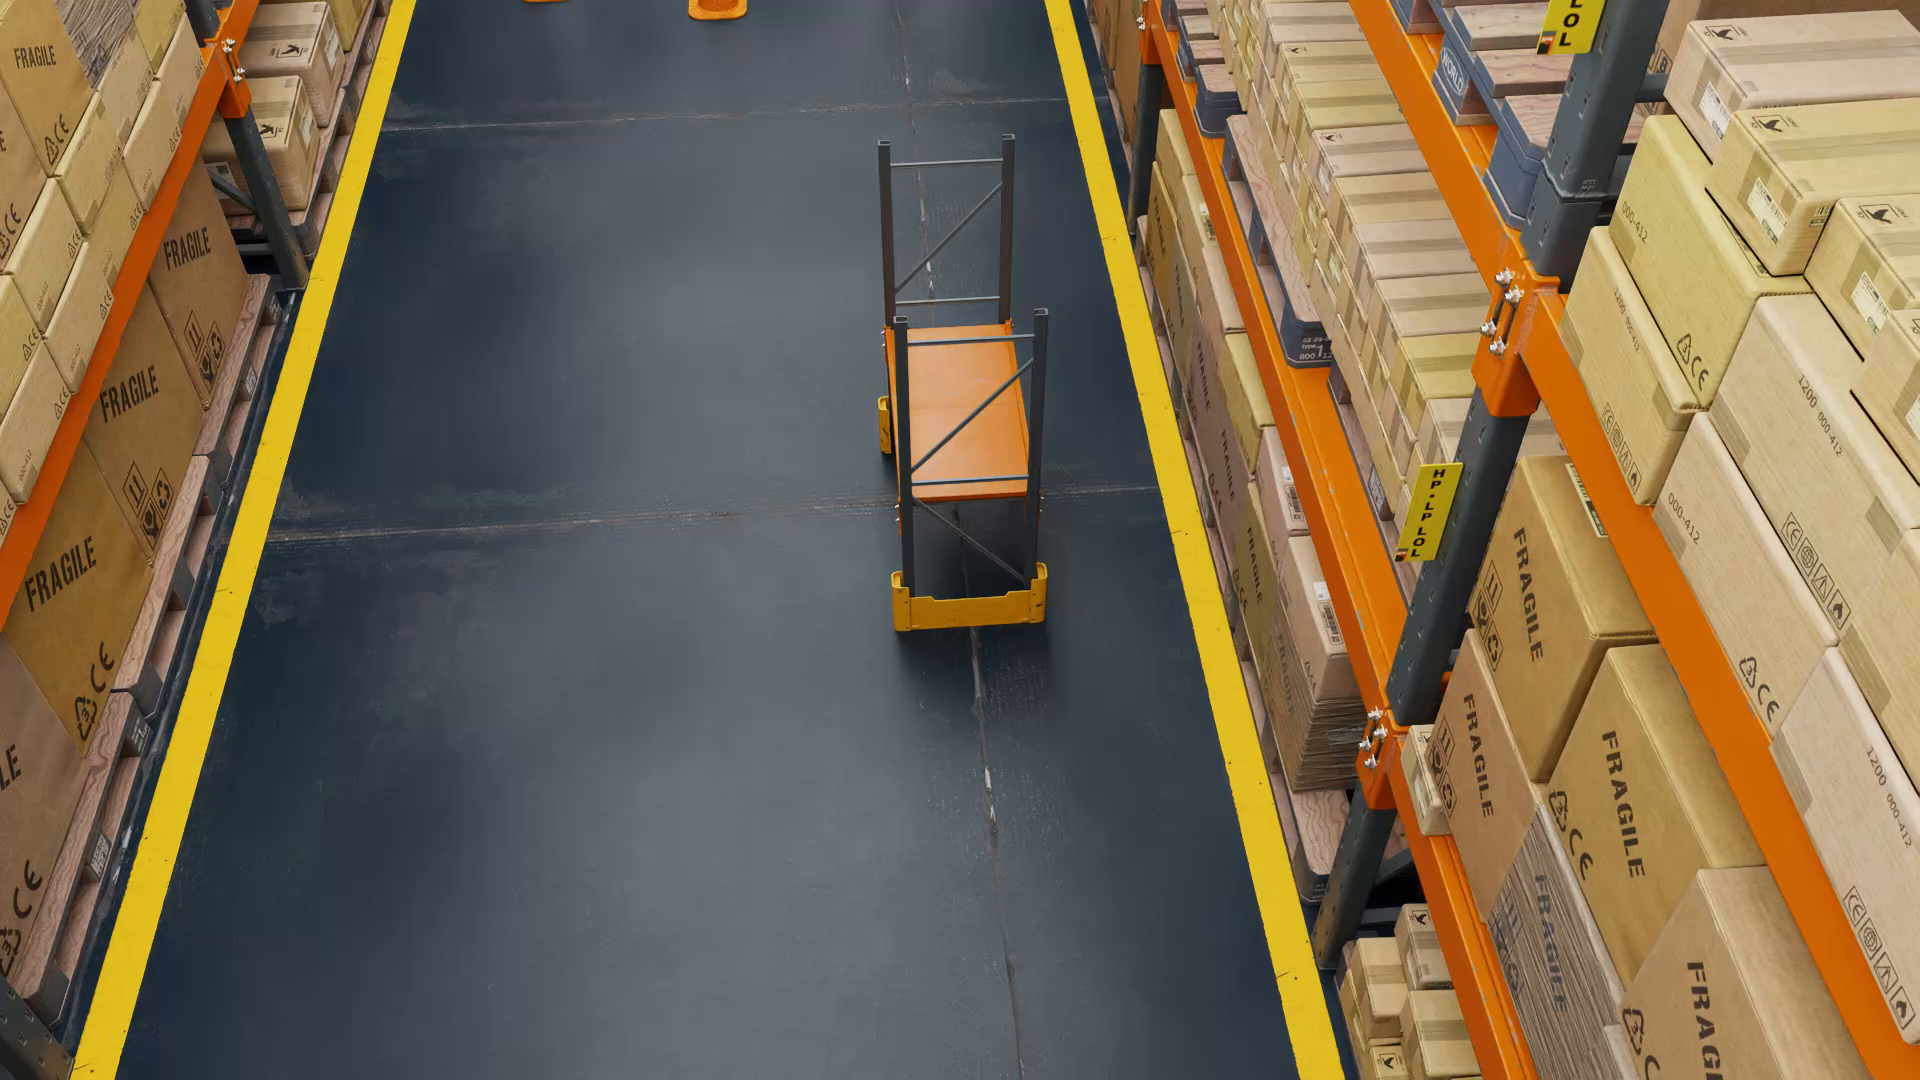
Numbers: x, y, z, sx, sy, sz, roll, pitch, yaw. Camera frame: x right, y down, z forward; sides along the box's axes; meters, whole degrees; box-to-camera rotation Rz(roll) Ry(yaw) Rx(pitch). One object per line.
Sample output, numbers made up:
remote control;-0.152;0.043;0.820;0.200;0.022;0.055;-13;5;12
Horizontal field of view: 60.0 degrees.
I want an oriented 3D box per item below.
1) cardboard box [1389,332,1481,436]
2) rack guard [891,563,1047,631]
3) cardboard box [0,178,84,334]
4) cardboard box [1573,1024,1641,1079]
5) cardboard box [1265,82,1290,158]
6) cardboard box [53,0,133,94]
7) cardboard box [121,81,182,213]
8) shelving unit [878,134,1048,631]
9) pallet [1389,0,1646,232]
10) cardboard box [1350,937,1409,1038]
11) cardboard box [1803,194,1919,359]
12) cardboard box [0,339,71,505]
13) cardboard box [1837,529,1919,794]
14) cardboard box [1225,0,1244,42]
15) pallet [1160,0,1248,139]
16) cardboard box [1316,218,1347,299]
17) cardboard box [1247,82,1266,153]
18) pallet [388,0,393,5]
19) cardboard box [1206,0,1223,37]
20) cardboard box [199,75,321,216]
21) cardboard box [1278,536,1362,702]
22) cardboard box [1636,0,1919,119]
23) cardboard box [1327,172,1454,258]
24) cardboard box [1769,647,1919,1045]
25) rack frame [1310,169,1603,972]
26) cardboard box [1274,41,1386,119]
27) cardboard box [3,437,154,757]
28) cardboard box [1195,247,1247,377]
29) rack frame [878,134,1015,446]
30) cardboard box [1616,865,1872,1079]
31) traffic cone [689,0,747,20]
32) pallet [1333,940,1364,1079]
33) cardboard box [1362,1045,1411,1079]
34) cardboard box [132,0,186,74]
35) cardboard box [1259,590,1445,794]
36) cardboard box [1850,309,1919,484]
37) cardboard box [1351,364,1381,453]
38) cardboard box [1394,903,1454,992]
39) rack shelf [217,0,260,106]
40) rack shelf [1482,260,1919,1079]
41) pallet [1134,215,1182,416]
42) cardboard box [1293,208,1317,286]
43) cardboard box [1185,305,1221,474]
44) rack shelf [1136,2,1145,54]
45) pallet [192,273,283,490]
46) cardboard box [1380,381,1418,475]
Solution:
cardboard box;1.411;-0.436;4.571;0.380;0.149;0.250;-5;47;-4
rack guard;0.035;0.219;6.370;0.587;0.250;0.087;-3;47;-3
cardboard box;-3.150;-0.890;5.286;0.500;0.250;0.500;-5;47;-4
cardboard box;1.507;1.261;3.216;0.500;0.500;0.500;-4;47;-4
cardboard box;1.277;-1.461;5.747;0.380;0.149;0.250;-4;47;-4
cardboard box;-3.242;-1.870;5.697;0.500;0.500;0.500;-3;47;-3
cardboard box;-3.237;-1.450;6.161;0.500;0.250;0.500;-3;47;-3
shelving unit;-0.006;-0.571;6.258;0.587;1.500;1.083;-3;47;-3
pallet;1.717;-1.120;3.808;1.213;0.211;1.003;-3;47;-3
cardboard box;1.374;1.315;4.908;0.380;0.149;0.250;-2;47;-1
cardboard box;1.512;-0.387;2.469;0.380;0.149;0.250;-4;47;-4
cardboard box;-3.108;-0.355;5.124;0.500;0.250;0.500;-4;47;-4
cardboard box;1.529;0.236;2.153;0.500;0.250;0.500;-3;47;-3
cardboard box;1.218;-2.004;6.261;0.380;0.149;0.250;-5;47;-5
pallet;1.493;-2.019;6.728;1.213;0.211;1.003;-3;47;-3
cardboard box;1.343;-0.893;5.208;0.380;0.149;0.250;-6;47;-5
cardboard box;1.258;-1.539;6.026;0.380;0.149;0.250;-2;47;-2
pallet;-3.865;-3.592;10.007;1.003;0.211;1.213;-3;47;-3
cardboard box;1.186;-2.122;6.578;0.380;0.149;0.250;-1;47;-1
cardboard box;-3.634;-1.871;7.976;0.950;0.372;0.625;-6;47;-6
cardboard box;1.348;0.234;5.379;0.500;0.250;0.500;-5;47;-4
cardboard box;1.740;-1.191;3.388;0.700;0.500;0.500;-3;47;-3
cardboard box;1.352;-0.991;5.096;0.380;0.149;0.250;-5;47;-5
cardboard box;1.513;0.411;2.332;0.500;0.250;0.500;-2;47;-2
rack frame;1.662;0.300;4.400;1.000;3.000;0.127;-3;47;-3
cardboard box;1.285;-1.560;5.635;0.380;0.149;0.250;-2;47;-2
cardboard box;-3.477;0.163;5.704;0.875;0.875;0.875;-2;47;-2
cardboard box;1.215;-0.898;6.450;0.500;0.250;0.500;-3;47;-3
rack frame;-0.050;-0.945;6.612;0.500;1.500;0.032;-3;47;-3
cardboard box;1.527;0.901;2.868;0.500;0.500;0.500;-3;47;-3
traffic cone;-1.412;-3.281;9.539;0.336;0.463;0.334;-3;47;-3
pallet;1.754;1.742;4.954;1.003;0.211;1.213;-3;47;-3
cardboard box;1.395;1.611;4.832;0.380;0.149;0.250;-2;47;-2
cardboard box;-3.303;-2.006;6.343;0.500;0.250;0.500;-4;47;-3
cardboard box;1.349;0.495;5.648;0.500;0.500;0.500;-4;47;-4
cardboard box;1.489;-0.196;2.288;0.380;0.149;0.250;-5;47;-4
cardboard box;1.390;-0.402;4.948;0.380;0.149;0.250;-4;47;-3
cardboard box;1.485;1.193;4.819;0.380;0.149;0.250;-2;47;-2
rack shelf;-3.764;-3.420;8.418;1.077;0.370;4.000;-3;47;-3
rack shelf;1.830;0.963;2.202;1.077;0.370;4.000;-3;47;-3
pallet;1.391;-1.070;7.618;1.003;0.211;1.213;-3;47;-3
cardboard box;1.319;-0.976;5.492;0.380;0.149;0.250;-2;47;-2
cardboard box;1.226;-0.617;6.701;0.500;0.500;0.500;-5;47;-4
rack shelf;1.160;-3.794;8.773;1.077;0.370;4.000;-3;47;-3
pallet;-3.606;-0.686;7.255;1.003;0.211;1.213;-3;47;-3
cardboard box;1.409;-0.327;4.673;0.380;0.149;0.250;-3;47;-3
